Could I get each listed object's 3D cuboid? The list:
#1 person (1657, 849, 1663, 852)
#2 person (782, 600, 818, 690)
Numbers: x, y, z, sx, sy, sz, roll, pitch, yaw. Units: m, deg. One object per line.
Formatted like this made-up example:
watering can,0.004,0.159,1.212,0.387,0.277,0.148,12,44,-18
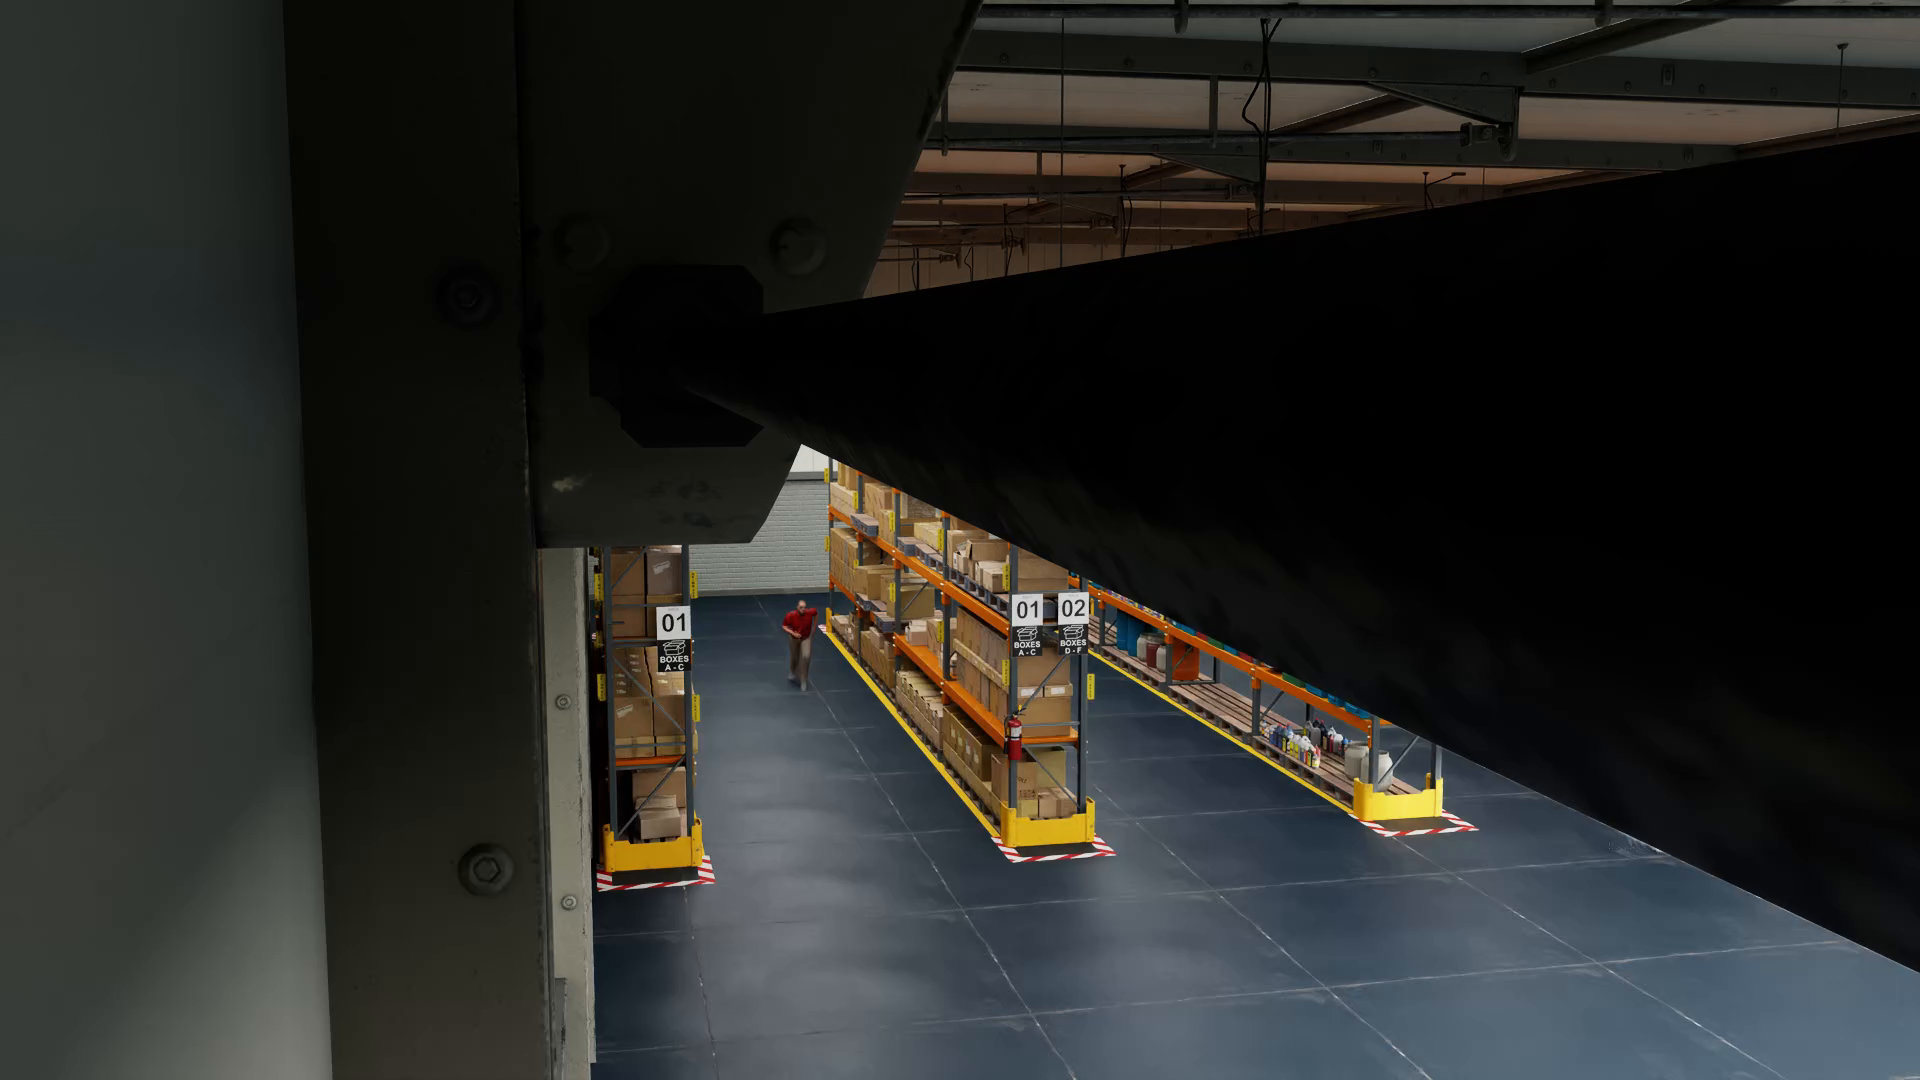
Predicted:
person,9.028,3.092,20.457,0.763,1.621,0.548,4,8,28
person,-2.980,1.896,30.766,0.702,1.699,0.998,-2,7,-17
